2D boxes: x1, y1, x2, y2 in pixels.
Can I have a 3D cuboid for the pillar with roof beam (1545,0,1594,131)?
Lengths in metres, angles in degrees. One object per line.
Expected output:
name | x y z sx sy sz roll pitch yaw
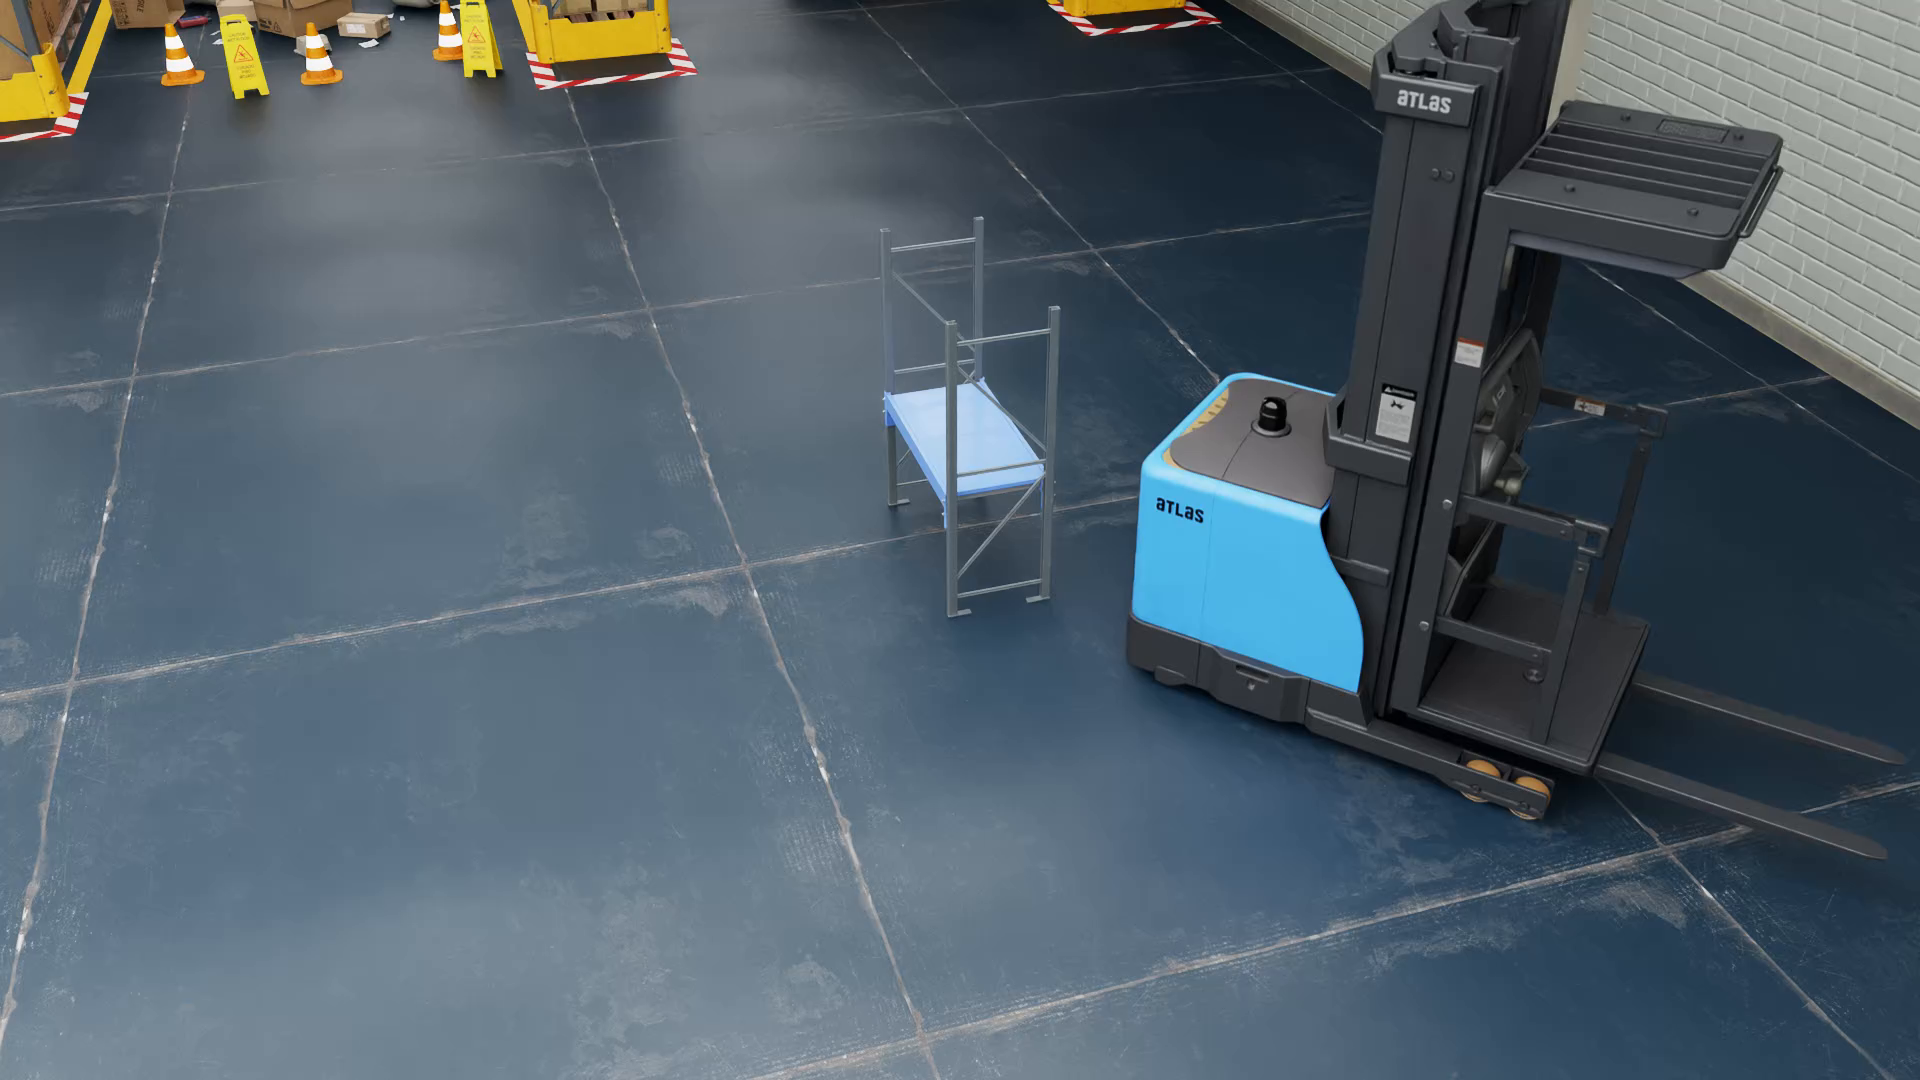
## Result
pillar with roof beam | -0.045 -5.545 8.479 9.100 9.000 0.400 -10 35 -15

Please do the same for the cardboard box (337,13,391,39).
cardboard box | -5.470 -4.721 15.260 0.380 0.149 0.250 7 34 10

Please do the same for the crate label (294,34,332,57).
crate label | -5.759 -4.414 14.806 0.298 0.136 0.250 27 42 34

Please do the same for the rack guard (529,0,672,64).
rack guard | -3.170 -4.559 14.696 1.175 0.500 0.348 -10 35 -15

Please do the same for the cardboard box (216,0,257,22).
cardboard box | -6.772 -5.044 15.642 0.396 0.266 0.258 -4 34 -6

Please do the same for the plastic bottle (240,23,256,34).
plastic bottle | -6.617 -4.727 15.348 0.133 0.061 0.283 -23 40 -31

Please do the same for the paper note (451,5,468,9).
paper note | -4.811 -5.136 15.995 0.142 0.019 0.148 -23 40 -31

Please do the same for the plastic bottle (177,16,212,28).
plastic bottle | -7.146 -4.845 15.527 0.283 0.061 0.133 -23 40 -31

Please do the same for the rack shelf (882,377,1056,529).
rack shelf | 0.026 -0.431 7.868 0.538 0.185 1.000 -10 35 -15

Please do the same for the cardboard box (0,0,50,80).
cardboard box | -8.100 -4.311 13.599 0.875 0.875 0.875 -10 35 -14

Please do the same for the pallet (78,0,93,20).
pallet | -8.893 -5.201 15.930 1.003 0.211 1.213 -10 35 -15

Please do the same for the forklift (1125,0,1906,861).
forklift | 2.260 -0.454 6.279 3.031 2.935 1.130 18 38 25

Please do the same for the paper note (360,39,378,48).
paper note | -5.331 -4.485 15.010 0.148 0.019 0.142 -23 40 -31

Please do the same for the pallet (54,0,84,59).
pallet | -8.517 -4.559 14.959 1.003 0.211 1.213 -10 35 -15

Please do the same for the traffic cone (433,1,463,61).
traffic cone | -4.507 -4.513 14.660 0.336 0.463 0.334 -10 35 -15

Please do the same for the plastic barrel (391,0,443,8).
plastic barrel | -5.219 -5.317 15.913 0.512 0.421 0.421 13 36 18

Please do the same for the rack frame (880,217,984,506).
rack frame | -0.129 -0.848 8.173 0.500 1.500 0.032 -10 35 -15

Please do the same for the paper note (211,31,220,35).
paper note | -6.849 -4.669 15.306 0.032 0.001 0.123 7 34 10

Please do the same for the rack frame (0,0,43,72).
rack frame | -7.830 -4.677 12.607 1.000 3.000 0.127 -10 35 -15

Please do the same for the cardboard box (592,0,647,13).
cardboard box | -3.130 -5.060 15.300 0.500 0.250 0.500 -10 35 -15

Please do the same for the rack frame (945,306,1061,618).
rack frame | 0.181 -0.314 7.365 0.500 1.500 0.032 -10 35 -15

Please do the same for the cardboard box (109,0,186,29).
cardboard box | -7.600 -5.093 15.501 0.500 0.500 0.500 -4 34 -6

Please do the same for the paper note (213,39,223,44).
paper note | -6.679 -4.524 15.071 0.144 0.017 0.142 1 33 2

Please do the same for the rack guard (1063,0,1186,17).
rack guard | 1.586 -5.344 15.883 1.175 0.500 0.348 -10 35 -15

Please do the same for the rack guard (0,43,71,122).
rack guard | -7.823 -3.621 13.277 1.175 0.500 0.348 -10 35 -15

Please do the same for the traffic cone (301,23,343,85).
traffic cone | -5.460 -4.148 14.107 0.336 0.463 0.334 -10 35 -15

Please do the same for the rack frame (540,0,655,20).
rack frame | -3.147 -5.562 13.947 1.000 3.000 0.127 -10 35 -15

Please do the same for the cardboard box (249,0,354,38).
cardboard box | -6.094 -5.017 15.386 0.637 0.503 0.797 19 38 26

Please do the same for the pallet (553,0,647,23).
pallet | -3.384 -4.871 15.430 1.003 0.211 1.213 -10 35 -15

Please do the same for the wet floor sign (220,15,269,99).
wet floor sign | -5.936 -4.012 13.737 0.267 0.644 0.232 -16 37 -23

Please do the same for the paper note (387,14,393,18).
paper note | -5.447 -4.952 15.726 0.148 0.019 0.142 1 33 2

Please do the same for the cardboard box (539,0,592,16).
cardboard box | -3.657 -4.982 15.182 0.500 0.250 0.500 -10 35 -15

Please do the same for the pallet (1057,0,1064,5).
pallet | 1.306 -5.630 16.579 1.003 0.211 1.213 -10 35 -15

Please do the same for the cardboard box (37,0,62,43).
cardboard box | -8.371 -4.772 14.297 0.875 0.875 0.875 -11 35 -15

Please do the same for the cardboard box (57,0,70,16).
cardboard box | -8.647 -5.251 15.022 0.875 0.875 0.875 -10 35 -14

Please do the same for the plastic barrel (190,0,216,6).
plastic barrel | -7.244 -5.364 15.984 0.512 0.421 0.421 13 36 18

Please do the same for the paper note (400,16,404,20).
paper note | -5.266 -4.925 15.694 0.032 0.001 0.123 -10 35 -15

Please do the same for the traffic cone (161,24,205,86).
traffic cone | -6.640 -4.136 14.090 0.336 0.463 0.334 -10 35 -15

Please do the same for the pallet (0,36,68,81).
pallet | -8.149 -3.920 13.991 1.003 0.211 1.213 -10 35 -15

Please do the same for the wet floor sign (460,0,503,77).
wet floor sign | -4.108 -4.300 14.173 0.267 0.644 0.232 1 33 2

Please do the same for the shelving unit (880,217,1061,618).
shelving unit | 0.026 -0.581 7.769 0.538 1.500 1.048 -10 35 -15
